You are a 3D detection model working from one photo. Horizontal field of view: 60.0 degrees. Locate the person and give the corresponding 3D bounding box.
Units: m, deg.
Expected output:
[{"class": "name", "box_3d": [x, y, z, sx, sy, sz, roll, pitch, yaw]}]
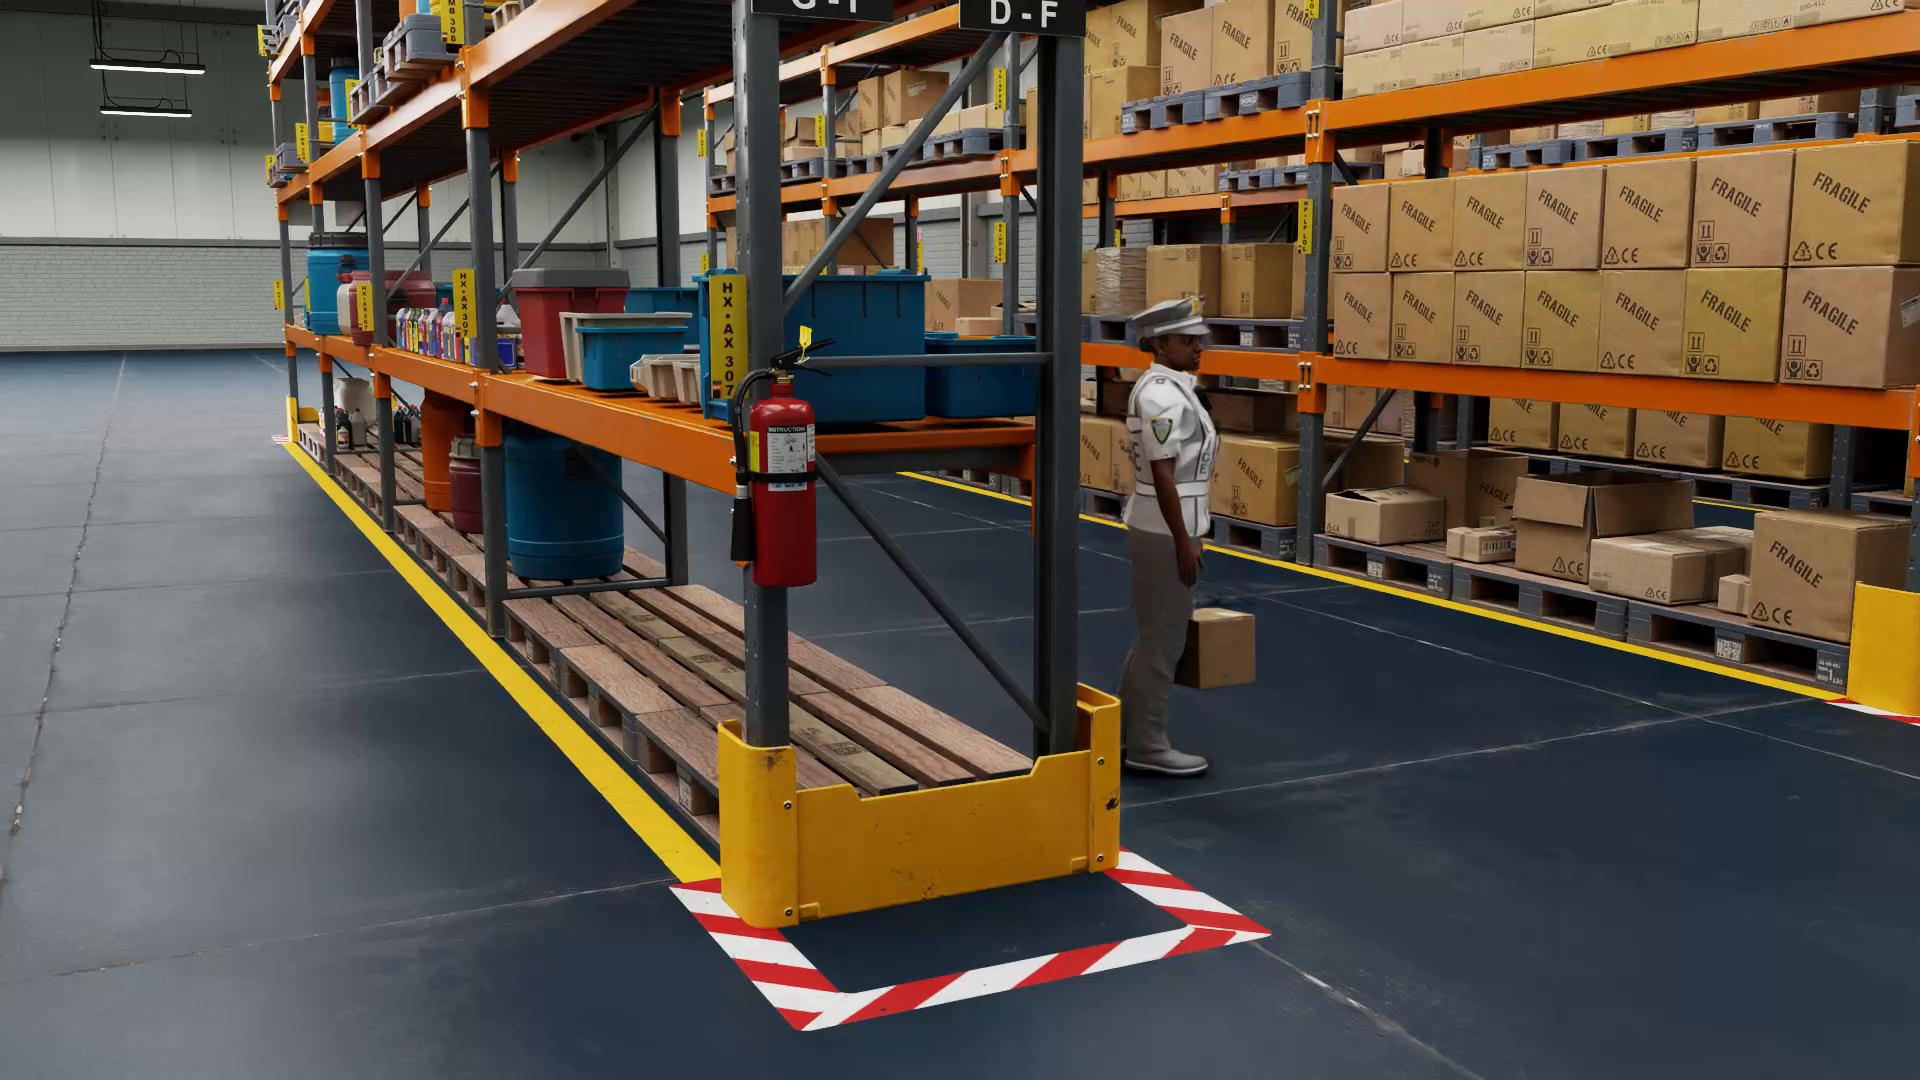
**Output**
[{"class": "person", "box_3d": [0.713, -0.016, 5.871, 0.397, 1.679, 0.544, 1, 9, 6]}]
